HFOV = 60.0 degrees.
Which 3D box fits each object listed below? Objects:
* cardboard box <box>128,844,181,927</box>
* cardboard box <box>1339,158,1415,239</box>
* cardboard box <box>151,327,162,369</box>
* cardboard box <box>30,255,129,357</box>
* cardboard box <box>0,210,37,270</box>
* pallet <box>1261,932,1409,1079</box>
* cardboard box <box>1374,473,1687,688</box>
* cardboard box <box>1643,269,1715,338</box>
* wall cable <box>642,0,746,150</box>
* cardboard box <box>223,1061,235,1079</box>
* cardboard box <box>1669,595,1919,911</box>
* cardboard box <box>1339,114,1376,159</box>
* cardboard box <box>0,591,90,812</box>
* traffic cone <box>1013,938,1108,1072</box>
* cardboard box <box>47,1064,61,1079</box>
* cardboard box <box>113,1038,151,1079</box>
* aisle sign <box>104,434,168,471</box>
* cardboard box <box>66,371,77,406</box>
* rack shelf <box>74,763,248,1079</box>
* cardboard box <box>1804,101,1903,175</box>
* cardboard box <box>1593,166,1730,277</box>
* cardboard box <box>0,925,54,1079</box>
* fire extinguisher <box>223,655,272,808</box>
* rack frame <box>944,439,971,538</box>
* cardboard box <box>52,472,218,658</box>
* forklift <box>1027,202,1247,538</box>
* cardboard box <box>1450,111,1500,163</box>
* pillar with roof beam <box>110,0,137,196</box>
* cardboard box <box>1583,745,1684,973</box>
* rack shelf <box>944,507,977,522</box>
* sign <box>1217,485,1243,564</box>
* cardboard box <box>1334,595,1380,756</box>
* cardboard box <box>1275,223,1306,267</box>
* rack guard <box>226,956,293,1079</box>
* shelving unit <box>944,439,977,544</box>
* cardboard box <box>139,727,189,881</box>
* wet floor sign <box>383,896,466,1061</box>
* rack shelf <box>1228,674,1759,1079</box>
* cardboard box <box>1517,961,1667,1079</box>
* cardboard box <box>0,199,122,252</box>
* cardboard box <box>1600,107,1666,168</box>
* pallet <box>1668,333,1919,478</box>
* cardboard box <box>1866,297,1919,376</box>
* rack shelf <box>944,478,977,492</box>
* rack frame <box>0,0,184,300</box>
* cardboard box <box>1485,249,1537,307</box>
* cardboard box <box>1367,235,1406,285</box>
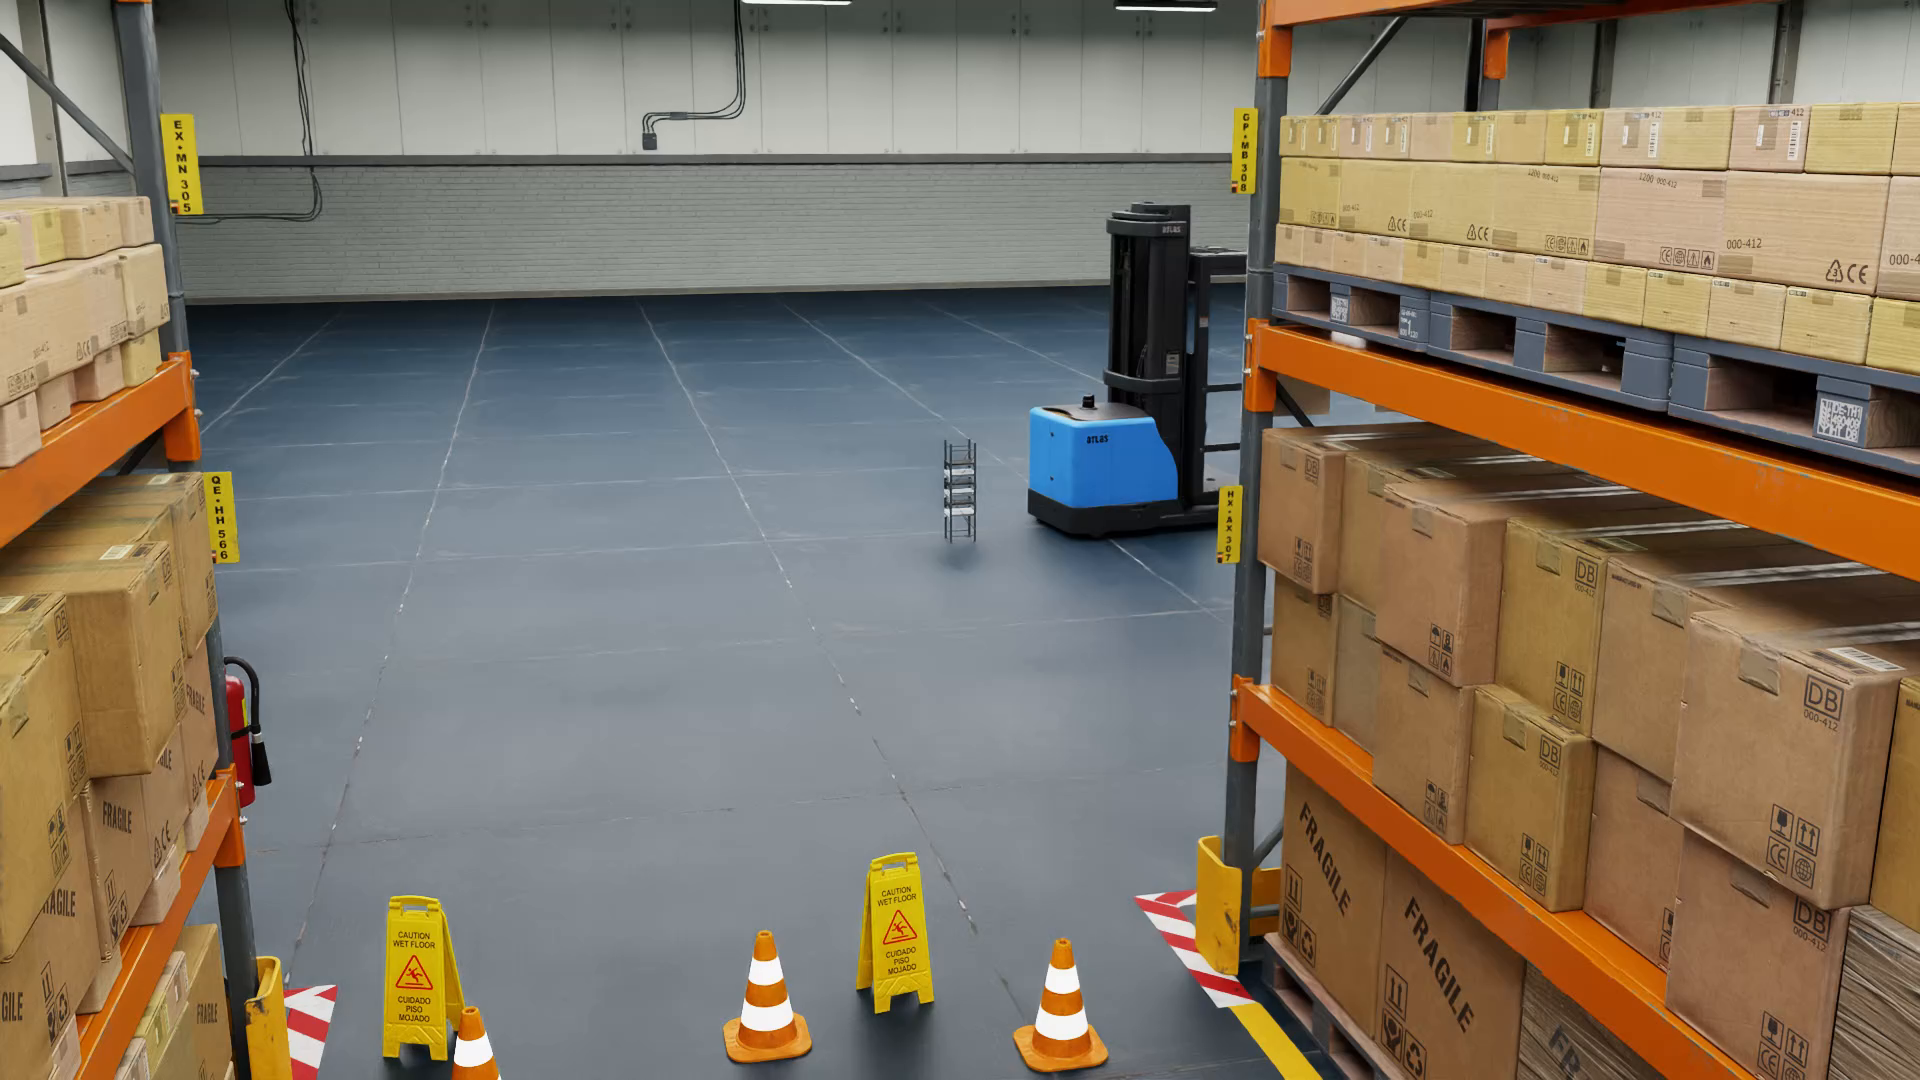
[{"bbox_3d":[-2.539,1.032,4.912,0.380,0.149,0.250,-3,14,-12],"label":"cardboard box"},{"bbox_3d":[1.641,-1.173,5.680,0.500,0.250,0.500,-3,14,-14],"label":"cardboard box"},{"bbox_3d":[-2.776,-0.603,5.285,0.380,0.149,0.250,-3,14,-13],"label":"cardboard box"},{"bbox_3d":[-2.646,-0.644,4.610,0.500,0.250,0.500,-3,14,-14],"label":"cardboard box"},{"bbox_3d":[-2.604,-0.758,4.238,0.380,0.149,0.250,-3,14,-13],"label":"cardboard box"},{"bbox_3d":[1.920,1.901,6.702,1.003,0.211,1.213,-3,14,-13],"label":"pallet"},{"bbox_3d":[1.924,0.115,5.545,0.875,0.550,0.550,-3,14,-13],"label":"cardboard box"},{"bbox_3d":[1.961,-0.599,4.174,0.380,0.149,0.250,-3,14,-12],"label":"cardboard box"},{"bbox_3d":[-5.889,-11.612,36.331,2.305,6.003,0.169,-3,14,-13],"label":"wall cable"},{"bbox_3d":[-2.675,1.974,5.436,0.500,0.250,0.500,-3,14,-13],"label":"cardboard box"},{"bbox_3d":[2.300,0.484,4.035,0.875,0.550,0.550,-3,14,-13],"label":"cardboard box"},{"bbox_3d":[1.544,-1.397,5.760,0.380,0.149,0.250,-3,14,-14],"label":"cardboard box"},{"bbox_3d":[-2.486,0.444,3.845,0.700,0.500,0.500,-3,14,-14],"label":"cardboard box"},{"bbox_3d":[0.401,1.800,6.584,0.336,0.463,0.334,-3,14,-13],"label":"traffic cone"},{"bbox_3d":[-2.246,1.324,3.717,0.380,0.149,0.250,-3,14,-13],"label":"cardboard box"},{"bbox_3d":[-2.422,1.488,4.479,0.380,0.149,0.250,-3,14,-11],"label":"cardboard box"},{"bbox_3d":[-2.864,-0.628,5.700,0.394,0.787,0.004,-3,14,-13],"label":"aisle sign"},{"bbox_3d":[-2.662,-0.422,4.544,0.380,0.149,0.250,-3,14,-13],"label":"cardboard box"},{"bbox_3d":[-2.662,1.476,4.081,1.077,0.370,4.000,-3,14,-13],"label":"rack shelf"},{"bbox_3d":[2.082,-0.869,3.598,0.380,0.149,0.250,-3,14,-13],"label":"cardboard box"},{"bbox_3d":[1.996,-0.824,4.253,0.500,0.250,0.500,-3,14,-14],"label":"cardboard box"},{"bbox_3d":[-2.270,1.047,3.485,0.500,0.500,0.500,-3,14,-14],"label":"cardboard box"},{"bbox_3d":[-2.711,0.651,6.106,0.296,0.674,0.183,-3,14,-13],"label":"fire extinguisher"},{"bbox_3d":[-0.022,-0.459,14.909,0.240,0.900,0.006,-3,14,-13],"label":"rack frame"},{"bbox_3d":[-2.799,0.092,5.286,0.700,0.500,0.500,-4,14,-15],"label":"cardboard box"},{"bbox_3d":[2.200,-1.650,15.503,3.031,2.935,1.130,-6,15,-22],"label":"forklift"},{"bbox_3d":[1.723,-1.221,5.038,0.380,0.149,0.250,-3,14,-14],"label":"cardboard box"},{"bbox_3d":[-11.529,-8.921,32.483,9.100,9.000,0.548,-3,14,-13],"label":"pillar with roof beam"},{"bbox_3d":[2.334,0.875,4.710,0.875,0.550,0.550,-3,14,-13],"label":"cardboard box"},{"bbox_3d":[0.002,-0.228,14.863,0.258,0.077,0.200,-3,14,-13],"label":"rack shelf"},{"bbox_3d":[1.115,-0.063,6.876,0.100,0.325,0.005,-3,14,-13],"label":"sign"},{"bbox_3d":[1.938,0.502,6.236,0.875,0.550,0.550,-3,14,-13],"label":"cardboard box"},{"bbox_3d":[1.425,-1.125,6.324,0.380,0.149,0.250,-3,14,-13],"label":"cardboard box"},{"bbox_3d":[-3.114,1.897,6.109,1.175,0.500,0.348,-3,14,-13],"label":"rack guard"},{"bbox_3d":[0.002,-0.435,14.813,0.258,0.900,0.210,-3,14,-13],"label":"shelving unit"},{"bbox_3d":[-2.623,0.698,4.913,0.500,0.500,0.500,-3,14,-13],"label":"cardboard box"},{"bbox_3d":[-2.136,1.705,6.587,0.267,0.644,0.232,2,14,6],"label":"wet floor sign"},{"bbox_3d":[2.126,1.177,5.306,1.077,0.370,4.000,-3,14,-13],"label":"rack shelf"},{"bbox_3d":[2.301,1.760,4.994,0.875,0.875,0.875,-3,14,-13],"label":"cardboard box"},{"bbox_3d":[-2.742,-0.934,4.959,0.380,0.149,0.250,-3,14,-12],"label":"cardboard box"},{"bbox_3d":[1.904,-1.044,4.314,0.380,0.149,0.250,-3,14,-14],"label":"cardboard box"},{"bbox_3d":[2.414,-0.315,3.761,1.003,0.211,1.213,-3,14,-13],"label":"pallet"},{"bbox_3d":[2.140,-0.423,3.453,0.380,0.149,0.250,-3,14,-12],"label":"cardboard box"},{"bbox_3d":[0.002,-0.490,14.799,0.258,0.077,0.200,-3,14,-13],"label":"rack shelf"},{"bbox_3d":[-3.132,-2.249,5.172,1.000,3.000,0.127,-3,14,-13],"label":"rack frame"},{"bbox_3d":[1.782,-0.775,4.892,0.380,0.149,0.250,-3,14,-13],"label":"cardboard box"},{"bbox_3d":[1.604,-0.950,5.608,0.380,0.149,0.250,-3,14,-13],"label":"cardboard box"}]
